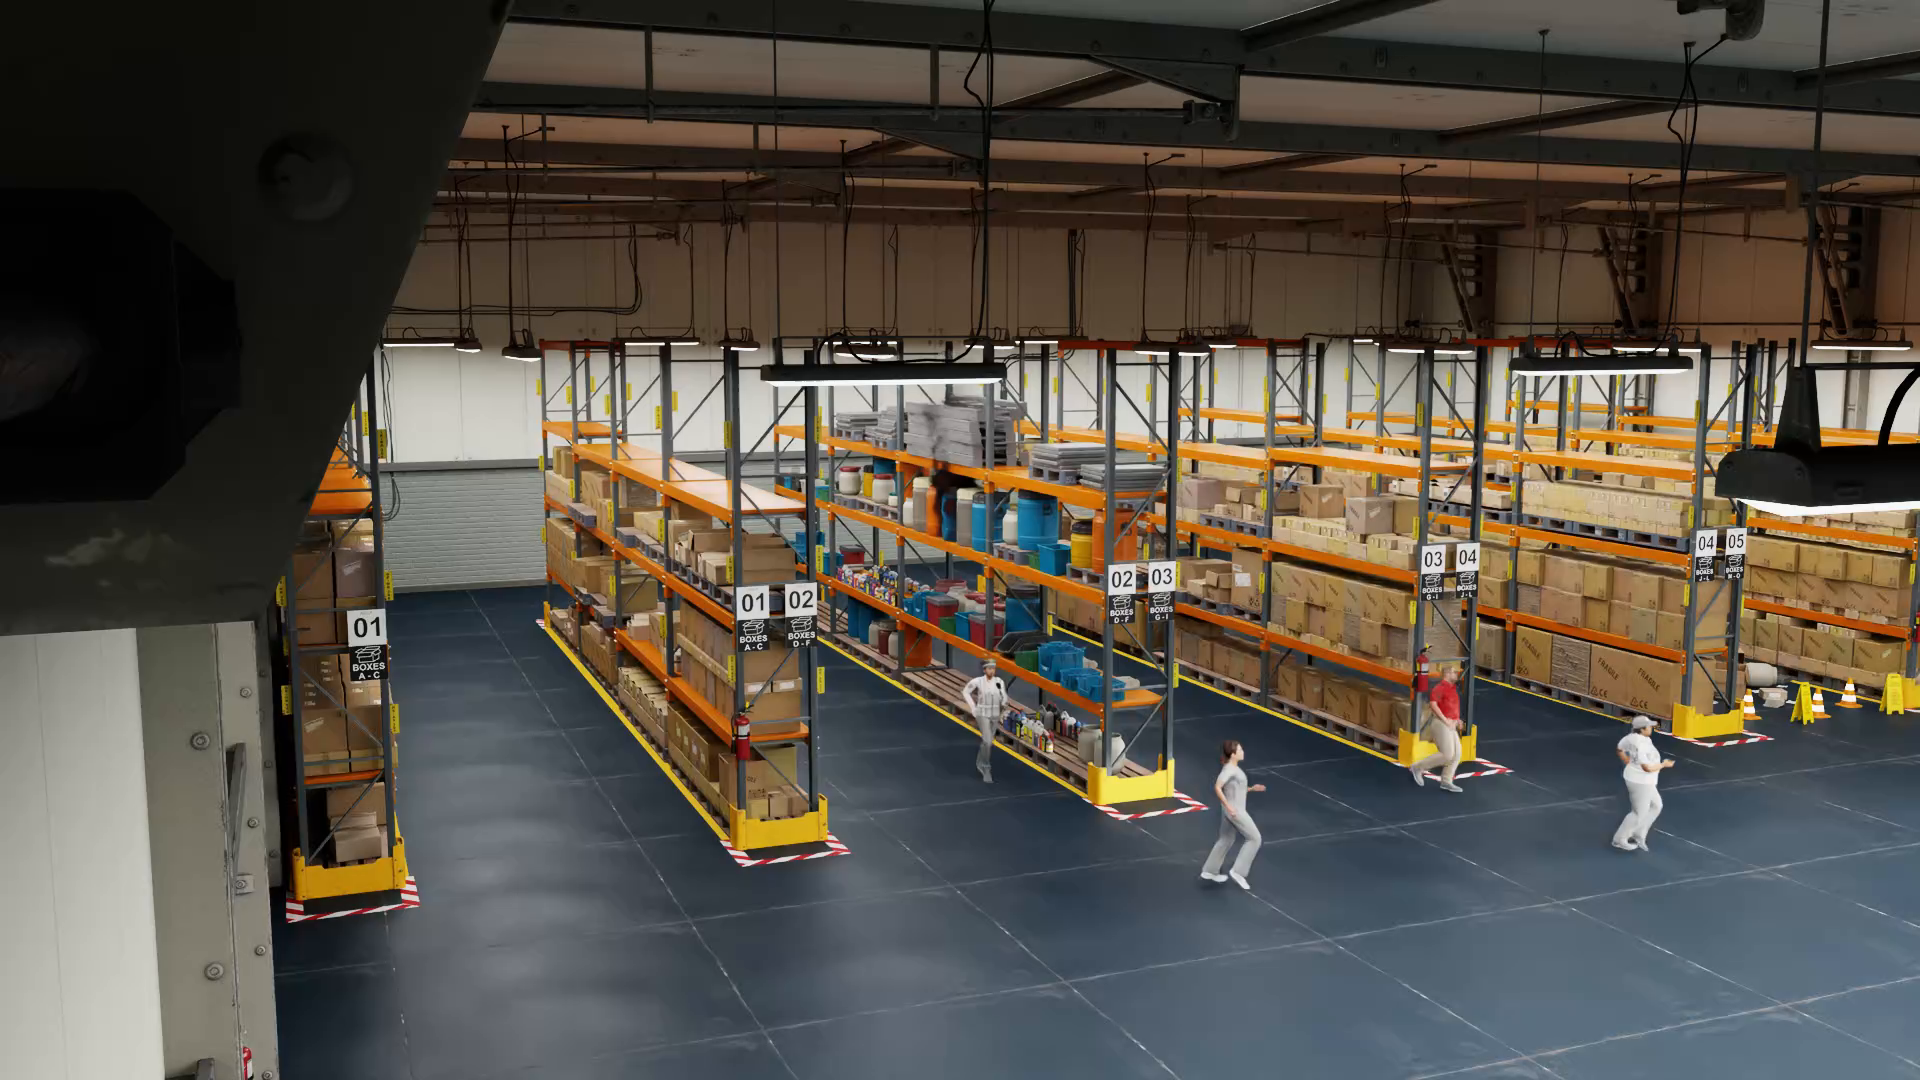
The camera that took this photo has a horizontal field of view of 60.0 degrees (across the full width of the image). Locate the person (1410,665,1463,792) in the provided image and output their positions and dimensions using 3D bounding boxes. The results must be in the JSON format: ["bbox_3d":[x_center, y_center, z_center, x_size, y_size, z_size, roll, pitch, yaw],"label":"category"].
[{"bbox_3d":[6.602,2.550,22.771,0.706,1.681,0.738,4,8,28],"label":"person"}]

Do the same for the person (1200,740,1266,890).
[{"bbox_3d":[3.078,3.094,18.694,0.712,1.676,0.535,0,7,1],"label":"person"}]

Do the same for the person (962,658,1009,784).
[{"bbox_3d":[0.380,2.495,23.188,0.576,1.753,0.751,-4,8,-26],"label":"person"}]

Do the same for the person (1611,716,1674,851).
[{"bbox_3d":[8.181,2.939,19.929,0.660,1.700,0.583,1,8,11],"label":"person"}]
